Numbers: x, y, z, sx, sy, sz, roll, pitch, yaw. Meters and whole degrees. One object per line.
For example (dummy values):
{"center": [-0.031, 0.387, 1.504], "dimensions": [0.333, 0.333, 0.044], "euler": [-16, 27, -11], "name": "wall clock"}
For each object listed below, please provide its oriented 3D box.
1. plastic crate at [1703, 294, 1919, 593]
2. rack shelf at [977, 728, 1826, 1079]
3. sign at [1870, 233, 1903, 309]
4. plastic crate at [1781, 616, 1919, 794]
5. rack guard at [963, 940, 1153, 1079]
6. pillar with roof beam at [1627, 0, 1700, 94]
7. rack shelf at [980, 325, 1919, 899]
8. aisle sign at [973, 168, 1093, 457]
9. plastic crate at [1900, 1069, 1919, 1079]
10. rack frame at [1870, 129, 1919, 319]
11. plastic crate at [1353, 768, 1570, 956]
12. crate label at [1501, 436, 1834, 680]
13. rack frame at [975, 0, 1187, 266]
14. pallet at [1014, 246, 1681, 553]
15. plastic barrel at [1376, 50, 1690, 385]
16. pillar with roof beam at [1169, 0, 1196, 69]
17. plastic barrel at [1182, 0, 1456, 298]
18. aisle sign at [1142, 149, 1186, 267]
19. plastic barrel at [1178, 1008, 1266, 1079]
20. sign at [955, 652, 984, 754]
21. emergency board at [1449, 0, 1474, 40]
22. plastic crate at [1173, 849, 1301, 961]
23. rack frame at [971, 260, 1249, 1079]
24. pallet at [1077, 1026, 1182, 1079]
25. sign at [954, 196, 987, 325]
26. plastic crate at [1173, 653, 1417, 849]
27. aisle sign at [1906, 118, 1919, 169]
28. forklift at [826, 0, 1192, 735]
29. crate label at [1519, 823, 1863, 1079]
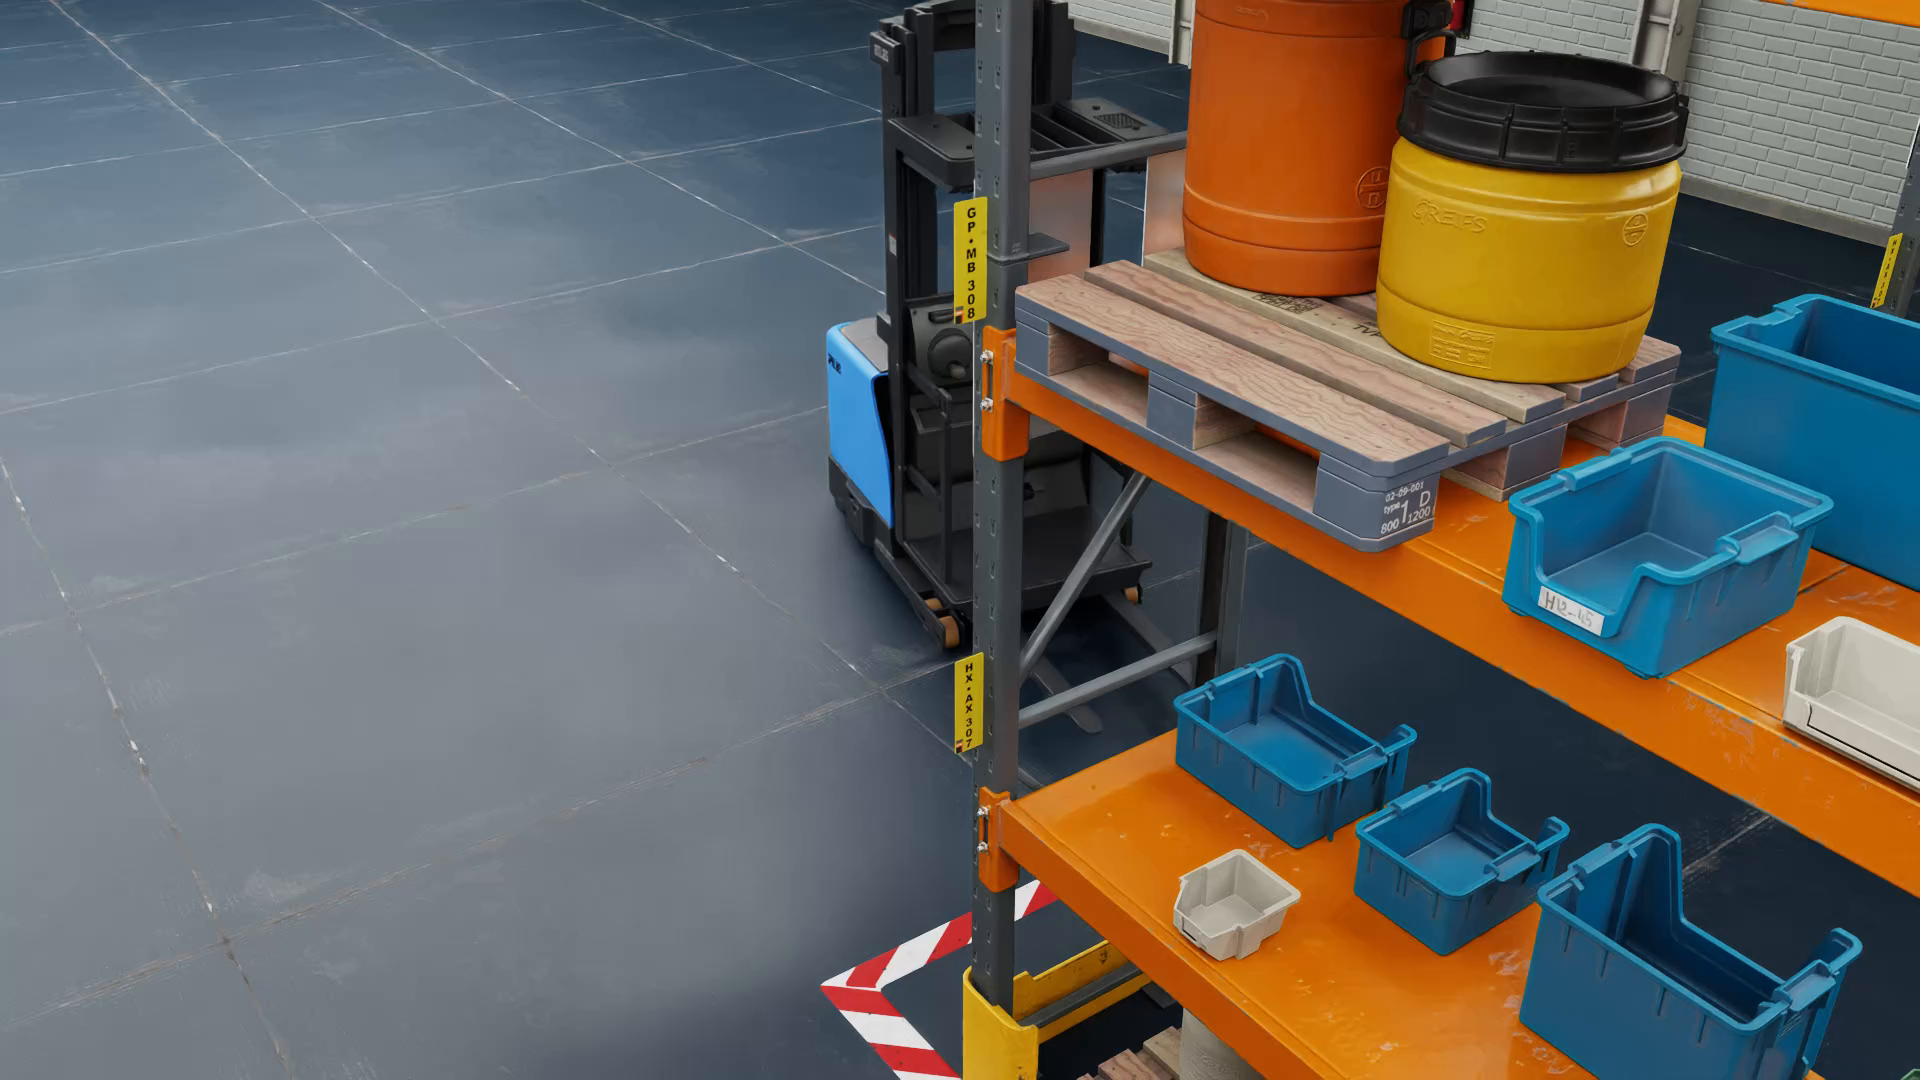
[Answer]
{"center": [1.829, -0.197, 3.343], "dimensions": [0.392, 0.384, 0.575], "euler": [-19, 34, -31], "name": "plastic crate"}
{"center": [1.638, 1.550, 4.007], "dimensions": [1.077, 0.370, 4.000], "euler": [-19, 34, -31], "name": "rack shelf"}
{"center": [4.059, -1.178, 7.285], "dimensions": [0.100, 0.325, 0.005], "euler": [-19, 34, -31], "name": "sign"}
{"center": [1.538, 0.297, 2.694], "dimensions": [0.243, 0.136, 0.396], "euler": [-19, 34, -31], "name": "plastic crate"}
{"center": [0.560, 1.571, 5.833], "dimensions": [1.175, 0.500, 0.348], "euler": [-19, 34, -31], "name": "rack guard"}
{"center": [2.671, -6.031, 10.926], "dimensions": [9.100, 9.000, 0.400], "euler": [-19, 34, -31], "name": "pillar with roof beam"}
{"center": [1.638, 0.232, 3.291], "dimensions": [1.077, 0.370, 4.000], "euler": [-19, 34, -31], "name": "rack shelf"}
{"center": [0.197, -0.633, 4.549], "dimensions": [0.394, 0.787, 0.004], "euler": [-19, 34, -31], "name": "aisle sign"}
{"center": [2.240, 1.498, 3.570], "dimensions": [0.450, 0.188, 0.662], "euler": [-19, 34, -31], "name": "plastic crate"}
{"center": [4.515, -0.914, 7.789], "dimensions": [1.000, 3.000, 0.127], "euler": [-19, 34, -31], "name": "rack frame"}
{"center": [1.384, 0.887, 4.629], "dimensions": [0.499, 0.251, 0.408], "euler": [-19, 34, -31], "name": "plastic crate"}
{"center": [1.294, 0.022, 3.078], "dimensions": [0.502, 0.251, 0.408], "euler": [-19, 34, -31], "name": "crate label"}
{"center": [0.478, -2.180, 3.835], "dimensions": [1.000, 3.000, 0.127], "euler": [-19, 34, -31], "name": "rack frame"}
{"center": [0.878, -0.430, 3.954], "dimensions": [1.003, 0.211, 1.213], "euler": [-19, 34, -31], "name": "pallet"}
{"center": [1.242, -0.721, 3.655], "dimensions": [0.600, 0.588, 0.600], "euler": [0, 29, 0], "name": "plastic barrel"}
{"center": [-0.809, -8.363, 15.221], "dimensions": [9.100, 9.000, 0.400], "euler": [-19, 34, -31], "name": "pillar with roof beam"}
{"center": [0.863, -1.082, 4.065], "dimensions": [0.600, 0.830, 0.708], "euler": [-19, 34, -31], "name": "plastic barrel"}
{"center": [0.678, -0.796, 4.850], "dimensions": [0.394, 0.787, 0.004], "euler": [-19, 34, -31], "name": "aisle sign"}
{"center": [0.922, 1.600, 5.328], "dimensions": [0.421, 0.512, 0.421], "euler": [0, 29, 0], "name": "plastic barrel"}
{"center": [0.027, 0.485, 4.924], "dimensions": [0.100, 0.325, 0.005], "euler": [-19, 34, -31], "name": "sign"}
{"center": [4.776, -5.558, 16.340], "dimensions": [0.194, 1.169, 0.643], "euler": [-19, 34, -31], "name": "emergency board"}
{"center": [0.735, 1.009, 4.525], "dimensions": [0.298, 0.136, 0.250], "euler": [-19, 34, -31], "name": "plastic crate"}
{"center": [0.478, 0.456, 5.267], "dimensions": [1.000, 3.000, 0.127], "euler": [-19, 34, -31], "name": "rack frame"}
{"center": [1.027, 2.015, 5.318], "dimensions": [1.003, 0.211, 1.213], "euler": [-19, 34, -31], "name": "pallet"}
{"center": [0.027, -0.715, 4.272], "dimensions": [0.100, 0.325, 0.005], "euler": [-19, 34, -31], "name": "sign"}
{"center": [1.012, 0.633, 5.097], "dimensions": [0.499, 0.251, 0.616], "euler": [-19, 34, -31], "name": "plastic crate"}
{"center": [4.227, -1.997, 7.060], "dimensions": [0.394, 0.787, 0.004], "euler": [-19, 34, -31], "name": "aisle sign"}
{"center": [0.285, -0.976, 7.976], "dimensions": [1.130, 2.935, 3.031], "euler": [-11, 31, -20], "name": "forklift"}
{"center": [1.766, 1.081, 4.079], "dimensions": [0.502, 0.435, 0.616], "euler": [-19, 34, -31], "name": "crate label"}
